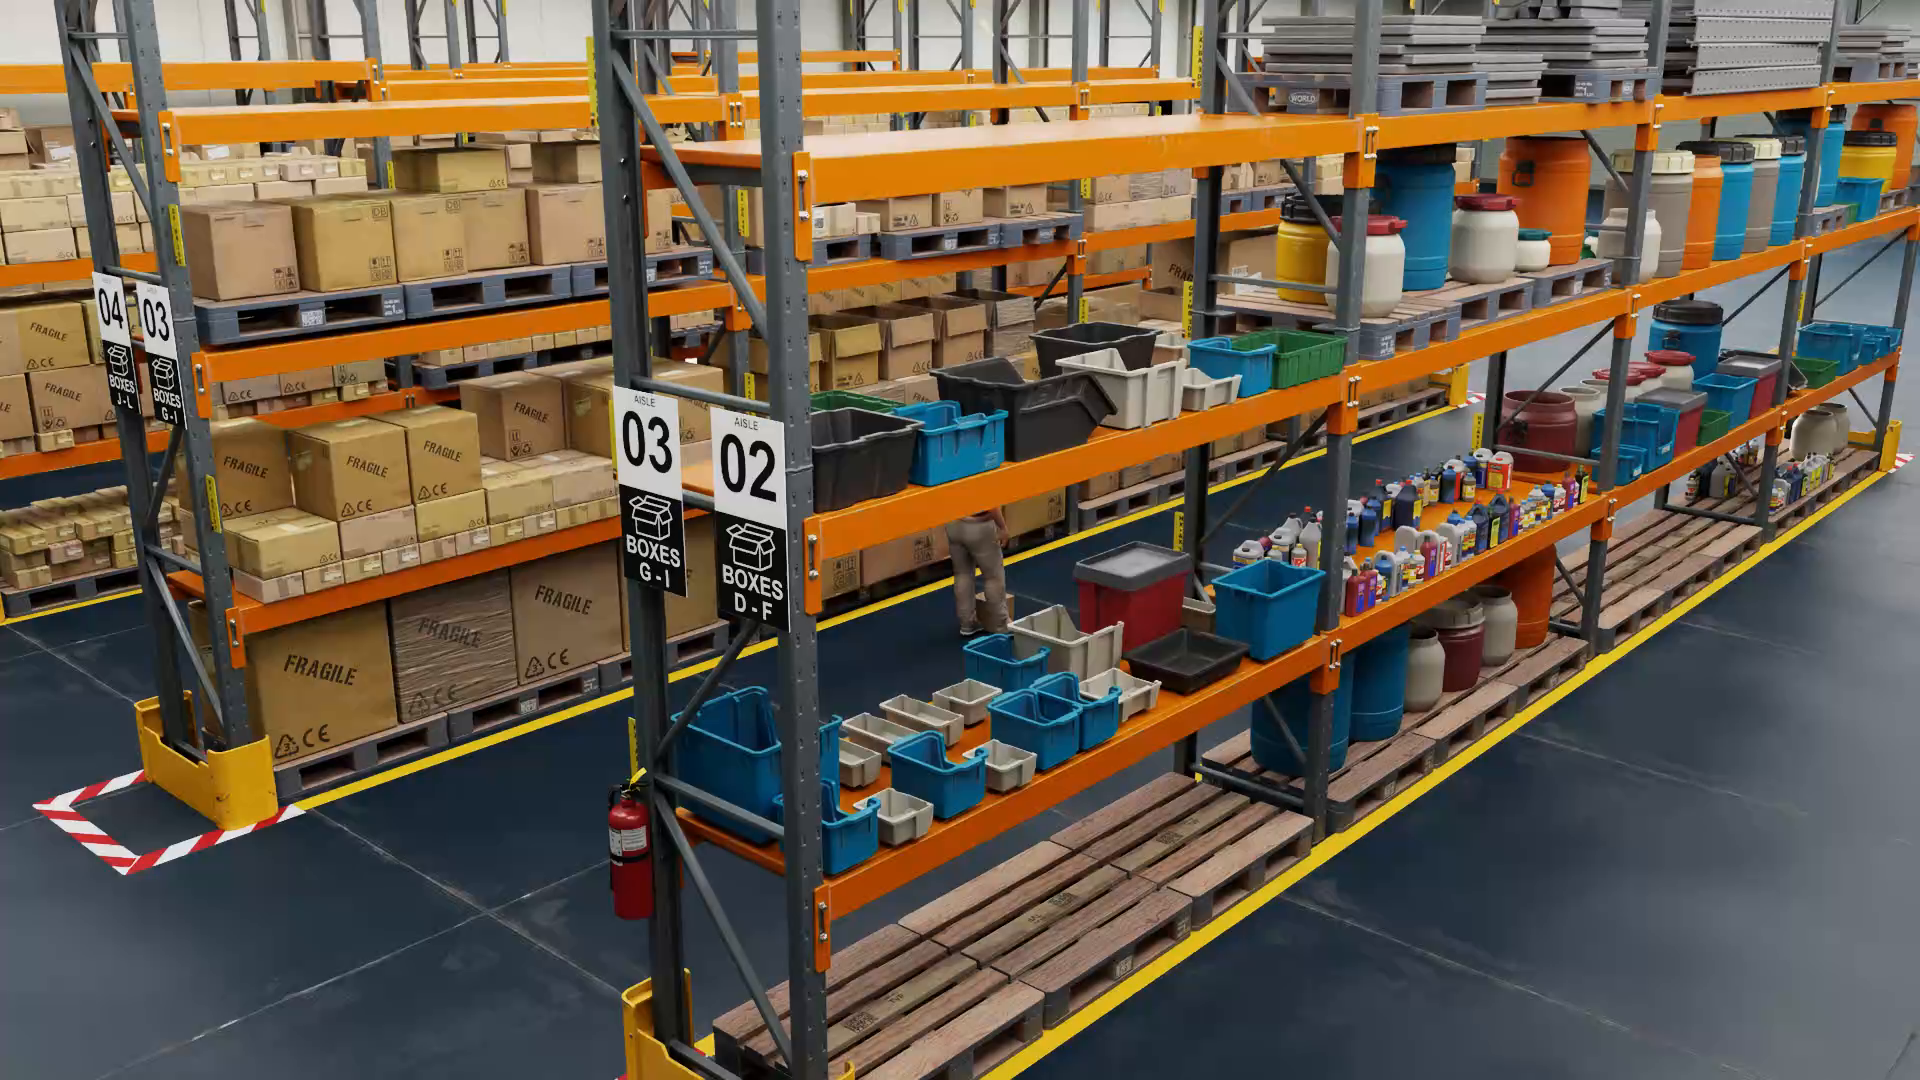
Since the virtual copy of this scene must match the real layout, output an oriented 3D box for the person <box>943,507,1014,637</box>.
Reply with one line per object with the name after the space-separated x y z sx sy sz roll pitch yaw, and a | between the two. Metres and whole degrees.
0.150 -0.098 12.864 0.641 1.726 0.550 14 21 38 | person
